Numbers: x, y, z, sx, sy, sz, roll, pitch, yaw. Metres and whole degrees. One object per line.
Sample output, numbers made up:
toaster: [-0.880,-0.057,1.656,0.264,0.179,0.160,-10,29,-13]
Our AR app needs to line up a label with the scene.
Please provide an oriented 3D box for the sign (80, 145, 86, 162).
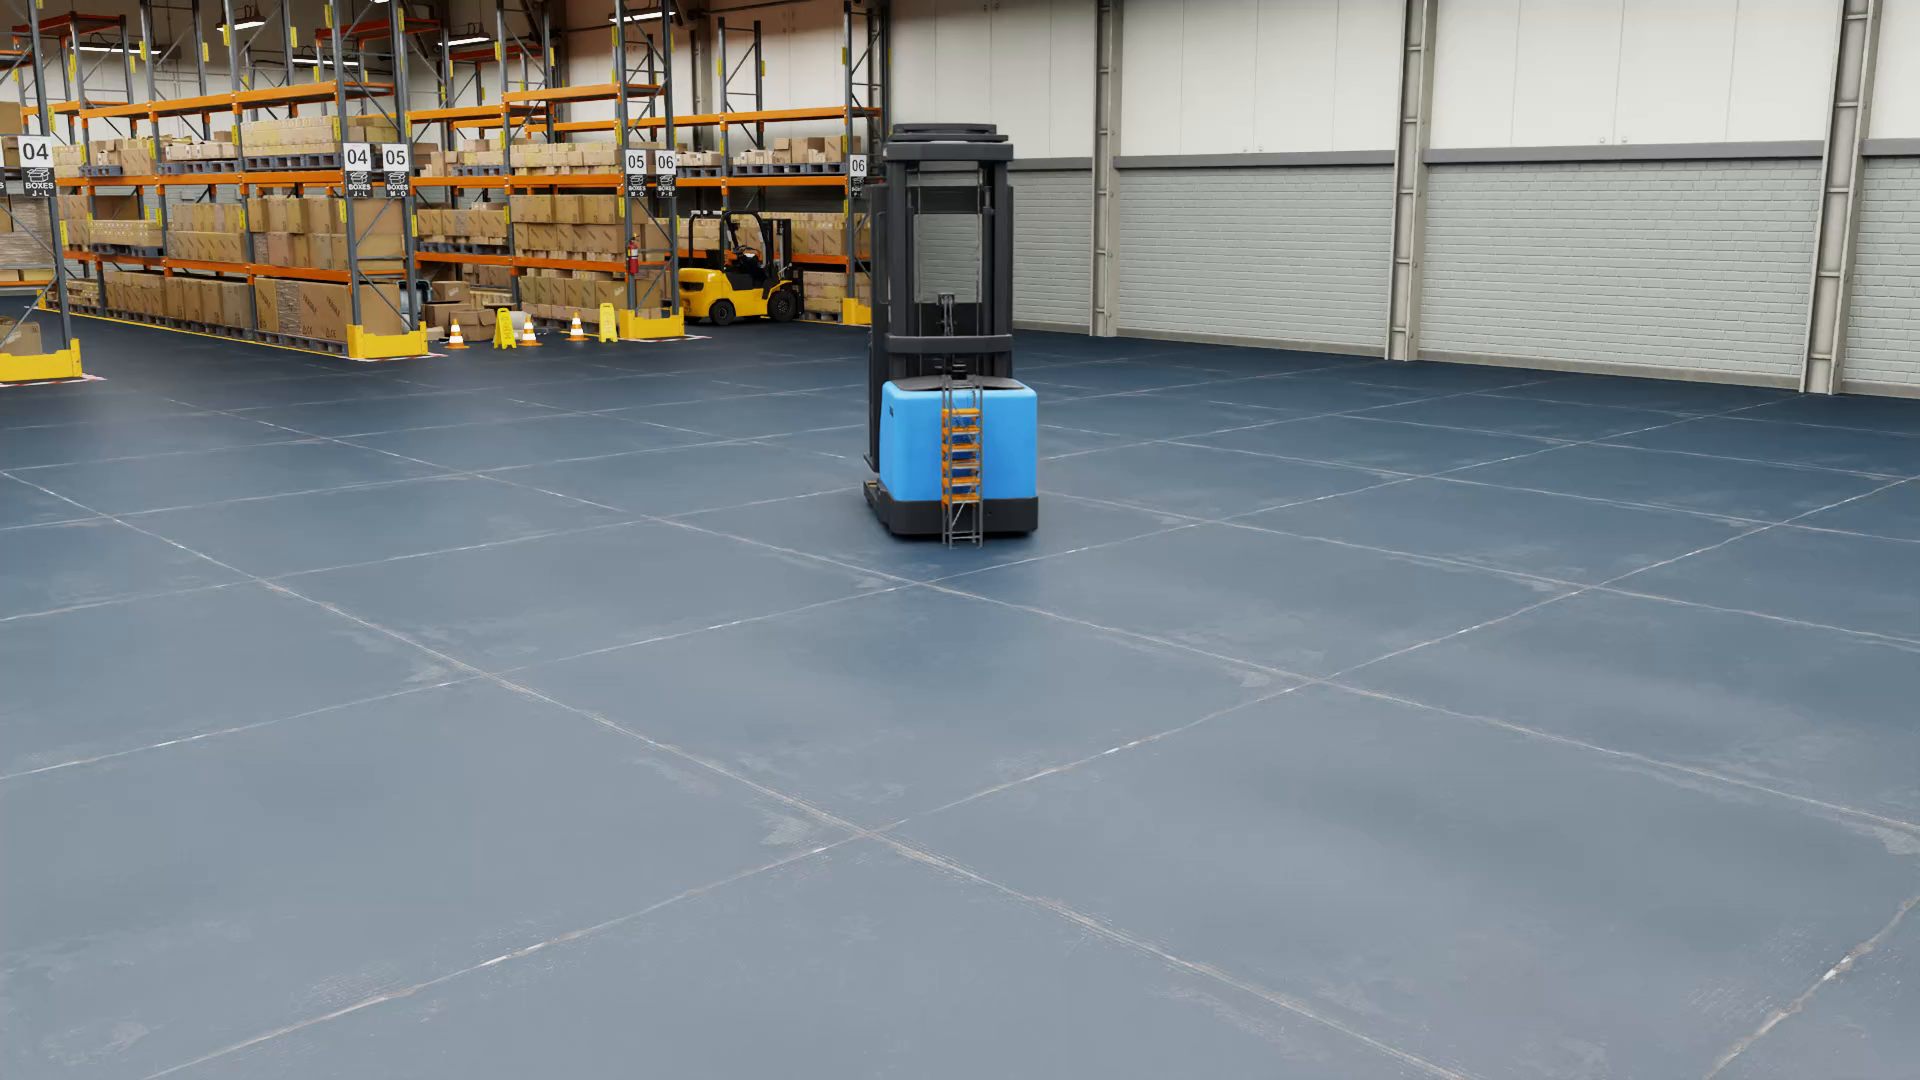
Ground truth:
sign: [-17.546,-7.728,33.275,0.100,0.325,0.005,-11,16,-43]

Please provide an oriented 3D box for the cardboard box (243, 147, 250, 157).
cardboard box: [-11.629,-6.416,27.518,0.380,0.149,0.250,-11,16,-43]

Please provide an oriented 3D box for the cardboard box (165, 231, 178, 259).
cardboard box: [-14.282,-5.445,30.658,0.500,0.500,0.500,-11,16,-42]

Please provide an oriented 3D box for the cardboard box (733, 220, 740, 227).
cardboard box: [-4.507,-6.596,34.636,0.380,0.149,0.250,-11,16,-43]

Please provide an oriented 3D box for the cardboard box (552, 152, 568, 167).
cardboard box: [-6.969,-6.837,29.862,0.500,0.250,0.500,-11,16,-42]

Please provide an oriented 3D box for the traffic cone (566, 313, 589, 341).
traffic cone: [-6.592,-3.677,28.610,0.336,0.463,0.334,-11,16,-43]

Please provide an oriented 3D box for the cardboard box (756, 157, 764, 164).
cardboard box: [-3.916,-7.693,33.718,0.380,0.149,0.250,-10,15,-41]

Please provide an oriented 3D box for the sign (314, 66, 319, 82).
sign: [-14.067,-10.187,36.349,0.100,0.325,0.005,-11,16,-43]

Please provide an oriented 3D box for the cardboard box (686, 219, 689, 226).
cardboard box: [-5.669,-6.843,35.836,0.250,0.149,0.380,11,16,44]

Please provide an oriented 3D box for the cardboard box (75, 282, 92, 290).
cardboard box: [-18.352,-5.342,34.955,0.250,0.149,0.380,11,16,42]

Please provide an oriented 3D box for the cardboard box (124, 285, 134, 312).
cardboard box: [-16.103,-4.768,32.774,0.500,0.500,0.500,-11,16,-42]

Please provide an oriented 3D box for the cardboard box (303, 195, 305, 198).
cardboard box: [-14.929,-7.840,38.197,0.380,0.149,0.250,-11,16,-44]

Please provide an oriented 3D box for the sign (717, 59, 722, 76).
sign: [-4.921,-9.669,34.032,0.100,0.325,0.005,-11,16,-43]

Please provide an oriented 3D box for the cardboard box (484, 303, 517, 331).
cardboard box: [-8.368,-4.051,30.328,0.500,0.500,0.500,-1,12,-4]

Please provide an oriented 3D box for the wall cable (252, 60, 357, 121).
wall cable: [-17.957,-11.606,45.850,2.988,3.039,0.133,-11,16,-43]

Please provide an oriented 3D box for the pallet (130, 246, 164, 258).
pallet: [-14.966,-5.494,31.621,1.213,0.211,1.003,-11,16,-43]

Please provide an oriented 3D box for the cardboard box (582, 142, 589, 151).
cardboard box: [-6.450,-6.939,29.373,0.380,0.149,0.250,-11,16,-43]

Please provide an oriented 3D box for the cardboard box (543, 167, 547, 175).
cardboard box: [-7.374,-6.737,30.366,0.250,0.149,0.380,11,16,43]

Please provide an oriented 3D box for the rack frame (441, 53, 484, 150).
rack frame: [-12.824,-11.002,43.010,1.000,3.000,0.127,-11,16,-43]

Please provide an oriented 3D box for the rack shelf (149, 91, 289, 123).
rack shelf: [-13.016,-7.597,29.260,1.077,0.370,4.000,-11,16,-43]

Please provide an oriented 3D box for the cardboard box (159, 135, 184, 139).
cardboard box: [-15.038,-7.597,31.771,0.396,0.266,0.258,-11,16,-43]

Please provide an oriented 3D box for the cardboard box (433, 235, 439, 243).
cardboard box: [-10.470,-6.121,33.768,0.250,0.149,0.380,10,16,41]

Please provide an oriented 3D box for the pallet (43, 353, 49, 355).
pallet: [-13.117,-2.424,23.153,1.003,0.211,1.213,-11,16,-43]

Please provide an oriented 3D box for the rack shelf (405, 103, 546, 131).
rack shelf: [-9.505,-8.302,32.680,1.077,0.370,4.000,-11,16,-43]

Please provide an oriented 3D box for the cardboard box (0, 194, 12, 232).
cardboard box: [-13.088,-4.385,22.300,0.500,0.500,0.500,-11,16,-43]

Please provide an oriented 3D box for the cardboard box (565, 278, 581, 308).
cardboard box: [-6.810,-4.493,30.202,0.500,0.500,0.500,11,16,44]

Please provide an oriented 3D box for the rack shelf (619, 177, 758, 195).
rack shelf: [-5.918,-7.721,36.302,1.077,0.370,4.000,-11,16,-43]

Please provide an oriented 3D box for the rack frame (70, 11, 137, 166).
rack frame: [-17.159,-9.021,33.397,1.000,3.000,0.127,-11,16,-43]

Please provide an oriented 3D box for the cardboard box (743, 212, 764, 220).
cardboard box: [-4.272,-6.713,34.471,0.380,0.149,0.250,-11,16,-42]

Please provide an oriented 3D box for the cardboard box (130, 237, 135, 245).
cardboard box: [-15.588,-5.700,31.729,0.380,0.149,0.250,-11,16,-43]

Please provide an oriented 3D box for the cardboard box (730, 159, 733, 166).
cardboard box: [-4.981,-8.064,35.519,0.380,0.149,0.250,-11,16,-43]

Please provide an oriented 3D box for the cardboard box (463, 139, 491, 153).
cardboard box: [-9.337,-7.679,32.407,0.500,0.250,0.500,-11,16,-42]

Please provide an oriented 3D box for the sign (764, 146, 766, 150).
sign: [-4.136,-8.151,35.129,0.100,0.325,0.005,-11,16,-43]

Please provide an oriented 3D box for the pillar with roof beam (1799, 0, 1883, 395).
pillar with roof beam: [7.713,-5.667,17.117,9.100,9.000,0.400,-11,16,-43]

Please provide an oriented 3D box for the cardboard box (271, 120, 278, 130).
cardboard box: [-10.749,-6.621,26.537,0.380,0.149,0.250,-11,16,-43]

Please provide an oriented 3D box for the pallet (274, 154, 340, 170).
pallet: [-10.239,-6.042,26.591,1.003,0.211,1.213,-11,16,-43]

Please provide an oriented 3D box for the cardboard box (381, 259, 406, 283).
cardboard box: [-11.916,-5.612,35.941,0.875,0.875,0.875,-11,16,-42]

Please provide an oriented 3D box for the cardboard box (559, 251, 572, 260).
cardboard box: [-7.068,-5.185,30.268,0.380,0.149,0.250,-11,16,-43]

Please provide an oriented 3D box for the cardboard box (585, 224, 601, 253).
cardboard box: [-6.278,-5.345,29.438,0.500,0.500,0.500,-11,16,-42]

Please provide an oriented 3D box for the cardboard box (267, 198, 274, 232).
cardboard box: [-10.941,-5.395,27.616,0.875,0.550,0.550,-11,16,-43]

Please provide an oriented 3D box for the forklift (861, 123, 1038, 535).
forklift: [-0.177,-1.717,12.982,1.130,2.935,3.031,-2,12,-9]

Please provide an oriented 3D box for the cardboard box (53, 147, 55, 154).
cardboard box: [-18.811,-8.193,34.954,0.380,0.149,0.250,-10,15,-41]

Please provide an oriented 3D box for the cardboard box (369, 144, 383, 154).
cardboard box: [-8.877,-6.027,25.632,0.380,0.149,0.250,-11,16,-42]

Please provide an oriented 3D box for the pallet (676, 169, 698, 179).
pallet: [-5.991,-8.023,36.455,1.003,0.211,1.213,-10,15,-40]

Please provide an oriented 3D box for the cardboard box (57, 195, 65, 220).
cardboard box: [-18.753,-7.023,35.102,0.500,0.500,0.500,11,16,43]

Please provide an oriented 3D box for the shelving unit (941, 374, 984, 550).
shelving unit: [0.017,-0.543,11.571,0.258,1.200,0.189,-3,12,-15]

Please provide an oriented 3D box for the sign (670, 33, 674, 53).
sign: [-4.969,-8.546,28.581,0.100,0.325,0.005,-11,16,-43]

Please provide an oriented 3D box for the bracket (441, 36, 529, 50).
bracket: [-12.213,-12.795,42.795,0.076,0.066,4.783,-11,16,-43]

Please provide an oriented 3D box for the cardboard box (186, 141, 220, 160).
cardboard box: [-13.356,-6.895,29.443,0.500,0.311,0.500,-11,16,-44]

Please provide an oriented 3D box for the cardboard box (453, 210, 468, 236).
cardboard box: [-9.667,-6.280,32.935,0.500,0.500,0.500,11,16,43]

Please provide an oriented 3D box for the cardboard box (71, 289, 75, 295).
cardboard box: [-18.796,-5.326,35.618,0.380,0.149,0.250,-10,15,-40]

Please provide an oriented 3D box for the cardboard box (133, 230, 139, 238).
cardboard box: [-15.437,-5.813,31.536,0.380,0.149,0.250,-10,16,-41]

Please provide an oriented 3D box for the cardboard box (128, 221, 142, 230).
cardboard box: [-15.607,-5.994,31.681,0.380,0.149,0.250,-10,15,-41]
